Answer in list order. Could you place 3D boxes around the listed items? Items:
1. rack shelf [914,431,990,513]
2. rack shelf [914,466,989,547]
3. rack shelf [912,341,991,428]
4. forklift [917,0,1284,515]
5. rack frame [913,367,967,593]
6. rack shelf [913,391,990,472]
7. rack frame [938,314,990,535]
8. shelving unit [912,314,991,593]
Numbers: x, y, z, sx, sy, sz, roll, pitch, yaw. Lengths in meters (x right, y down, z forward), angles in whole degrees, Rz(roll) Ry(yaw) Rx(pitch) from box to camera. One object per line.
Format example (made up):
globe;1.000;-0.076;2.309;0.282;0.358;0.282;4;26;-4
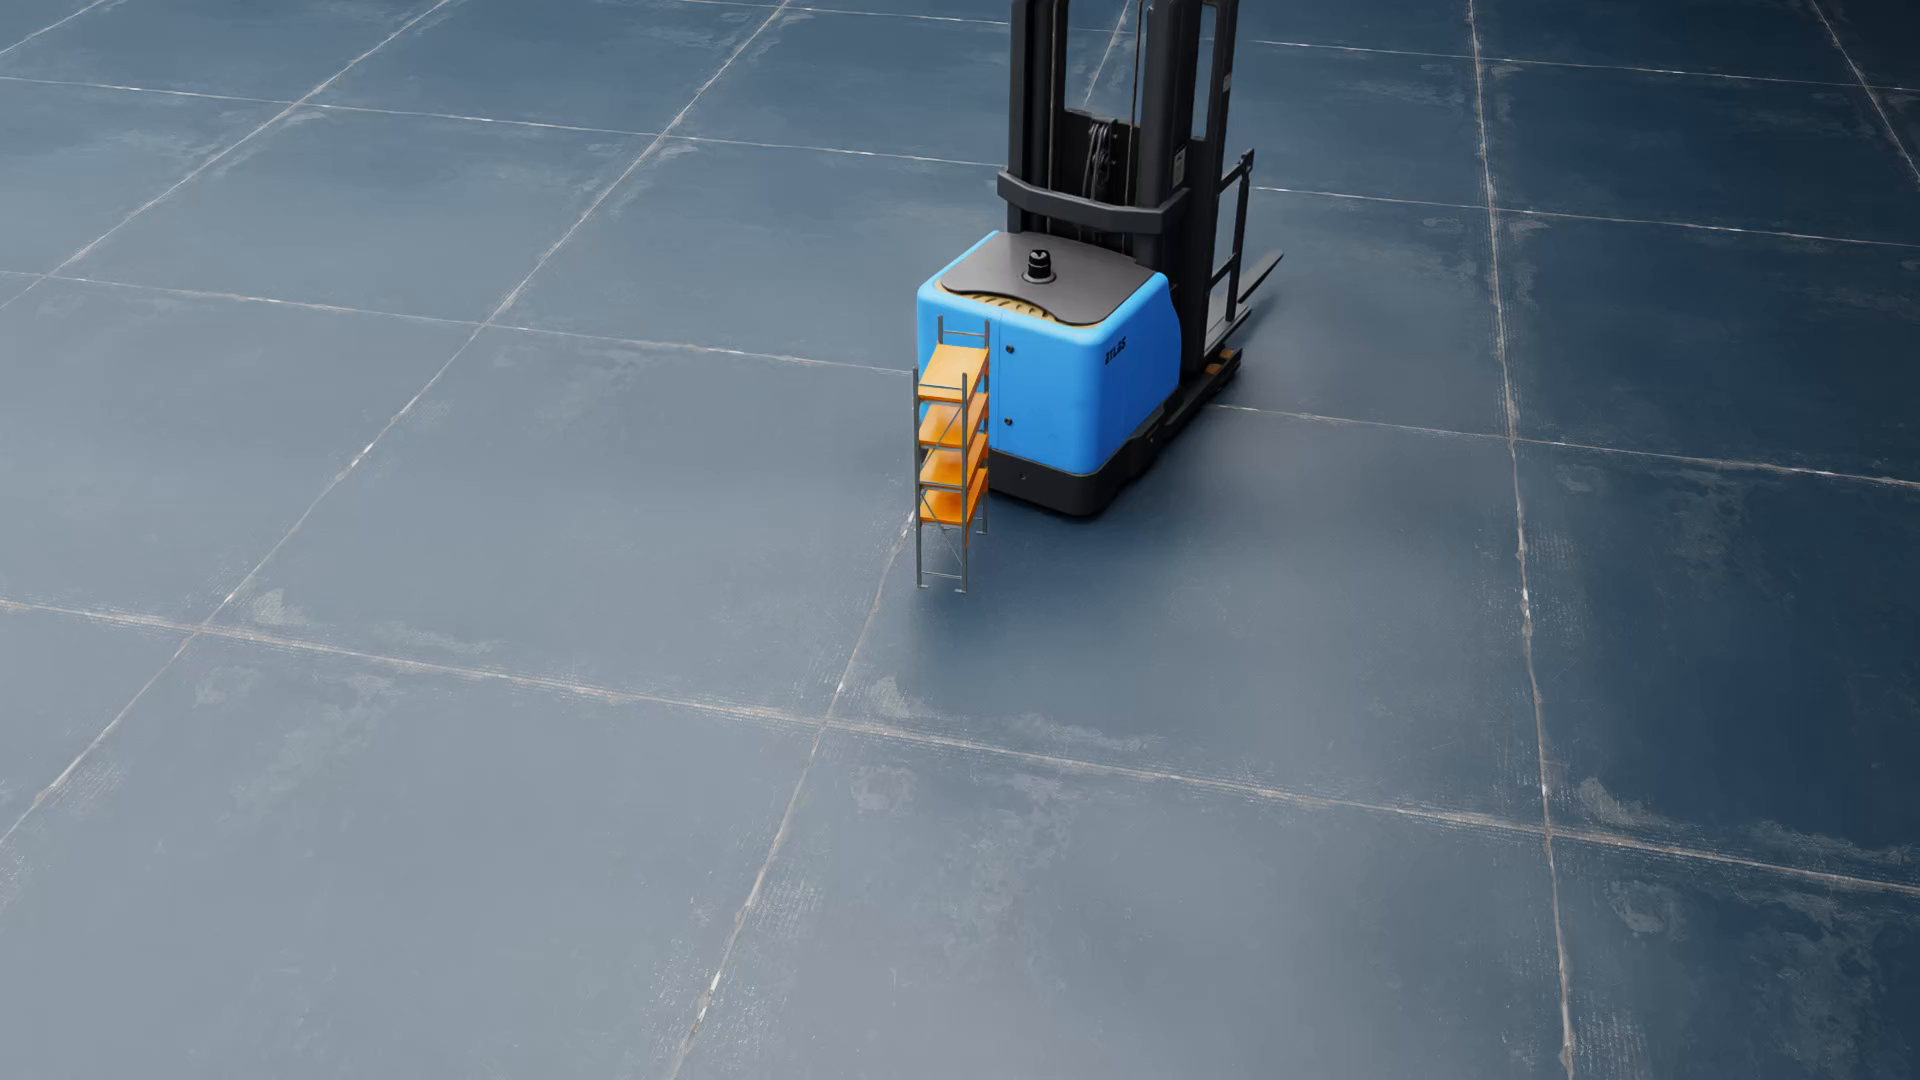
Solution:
rack shelf;-0.035;-0.336;7.806;0.258;0.148;0.480;7;37;10
rack shelf;-0.035;-0.176;7.923;0.258;0.148;0.480;7;37;10
rack shelf;-0.035;-0.709;7.536;0.258;0.148;0.480;7;37;10
forklift;0.958;-2.148;8.716;1.130;2.935;3.031;19;40;24
rack frame;-0.087;-0.251;7.574;0.240;1.200;0.015;7;37;10
rack shelf;-0.035;-0.518;7.675;0.258;0.148;0.480;7;37;10
rack frame;0.017;-0.531;7.960;0.240;1.200;0.015;7;37;10
shelving unit;-0.035;-0.391;7.767;0.258;1.200;0.503;7;37;10
